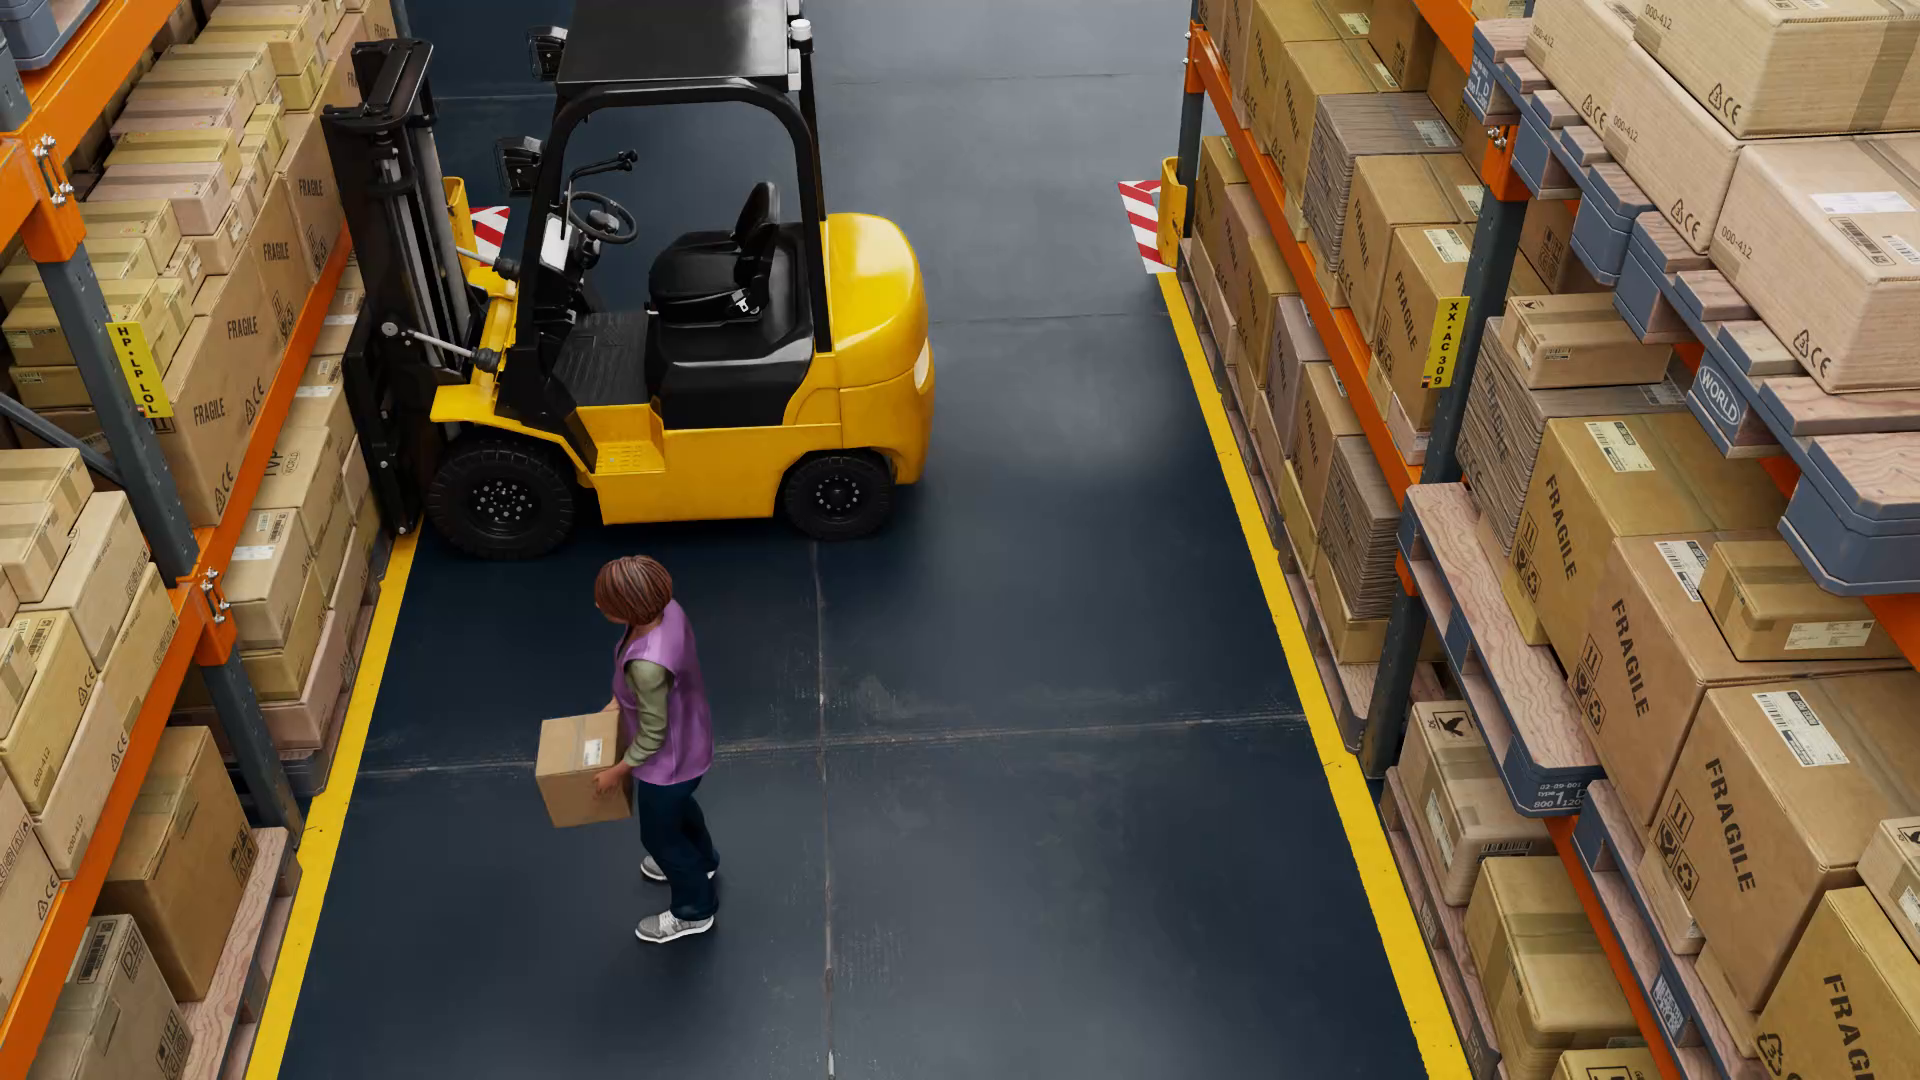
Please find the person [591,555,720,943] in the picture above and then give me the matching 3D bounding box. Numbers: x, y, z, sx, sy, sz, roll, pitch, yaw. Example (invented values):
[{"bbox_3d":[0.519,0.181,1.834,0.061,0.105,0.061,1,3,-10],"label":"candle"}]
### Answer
[{"bbox_3d":[-0.984,0.671,5.346,0.384,1.602,0.444,-4,40,-5],"label":"person"}]
